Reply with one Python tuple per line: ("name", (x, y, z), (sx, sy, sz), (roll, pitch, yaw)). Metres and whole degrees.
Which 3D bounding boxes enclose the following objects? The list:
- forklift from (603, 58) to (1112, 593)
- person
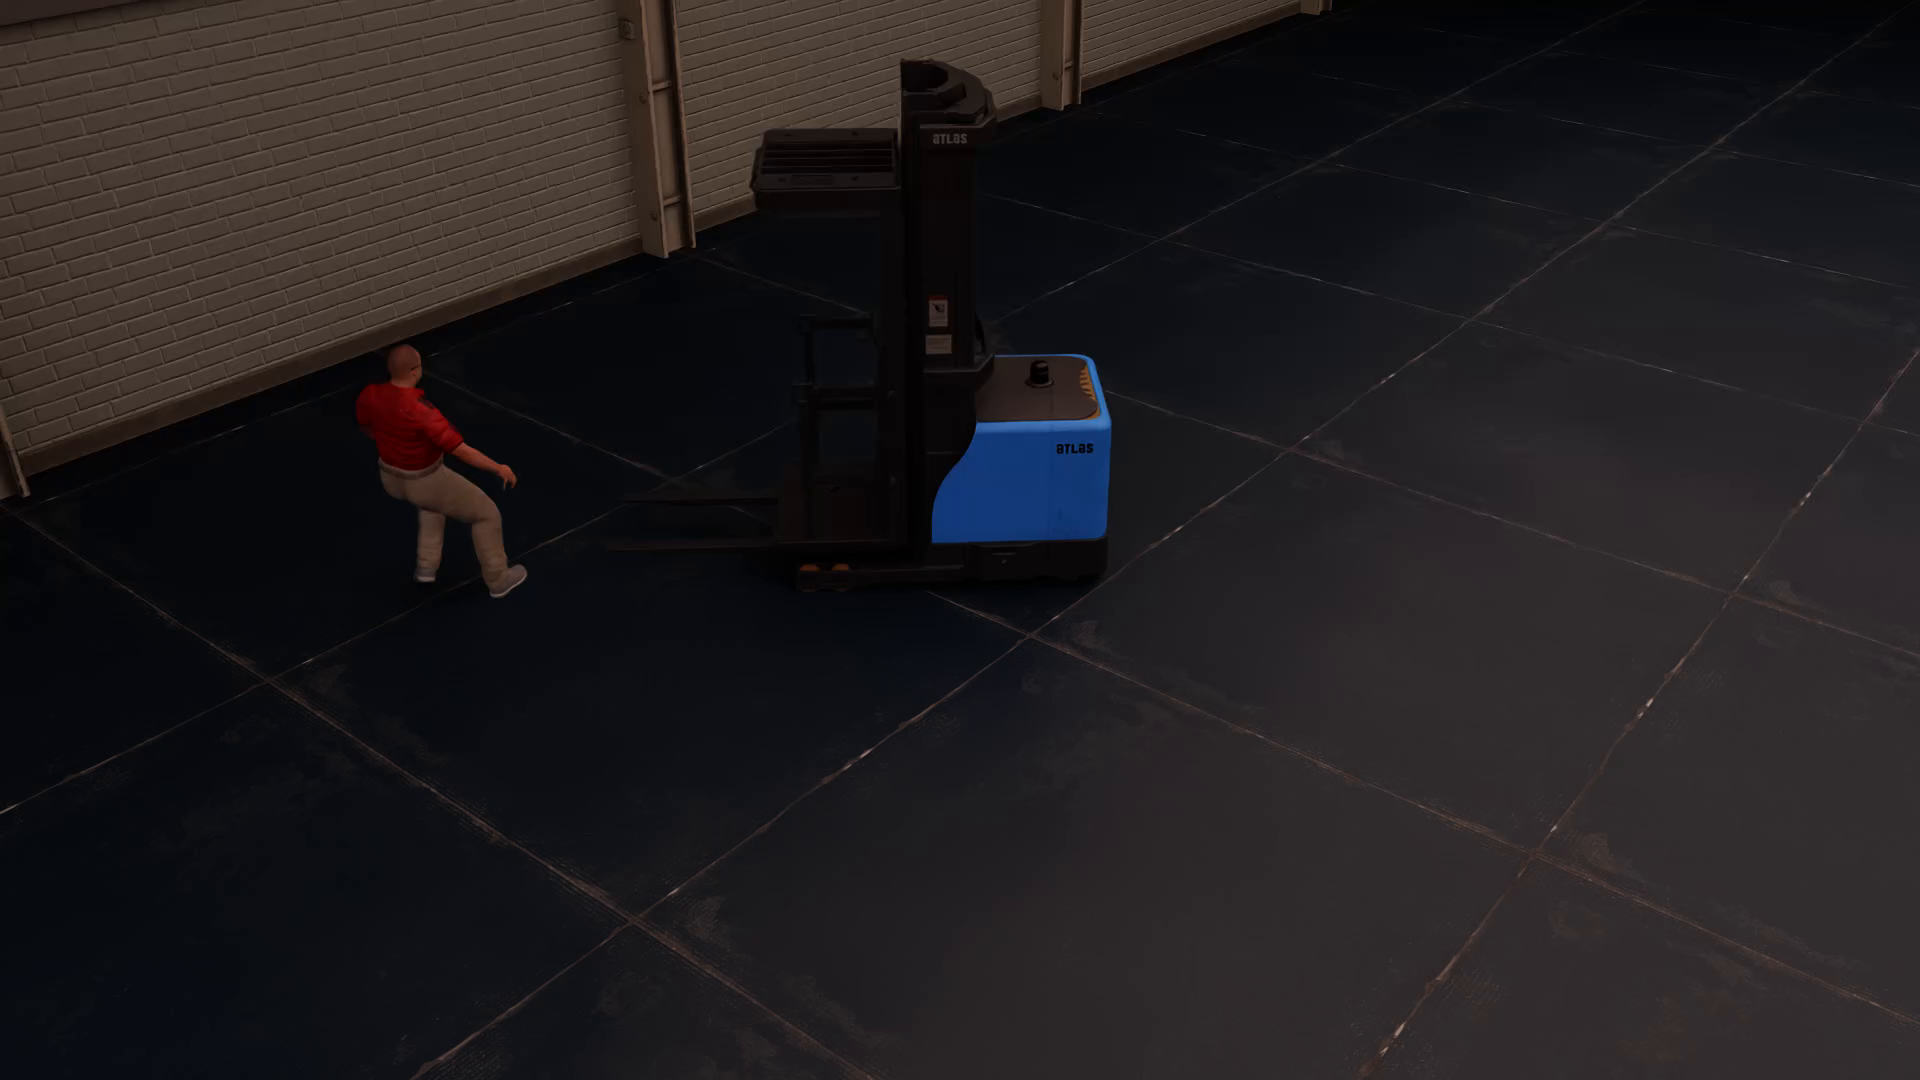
("forklift", (-0.645, -1.224, 9.690), (3.031, 2.935, 1.130), (-1, 30, -2))
("person", (-2.980, -0.420, 9.591), (0.792, 1.628, 0.601), (14, 33, 23))
